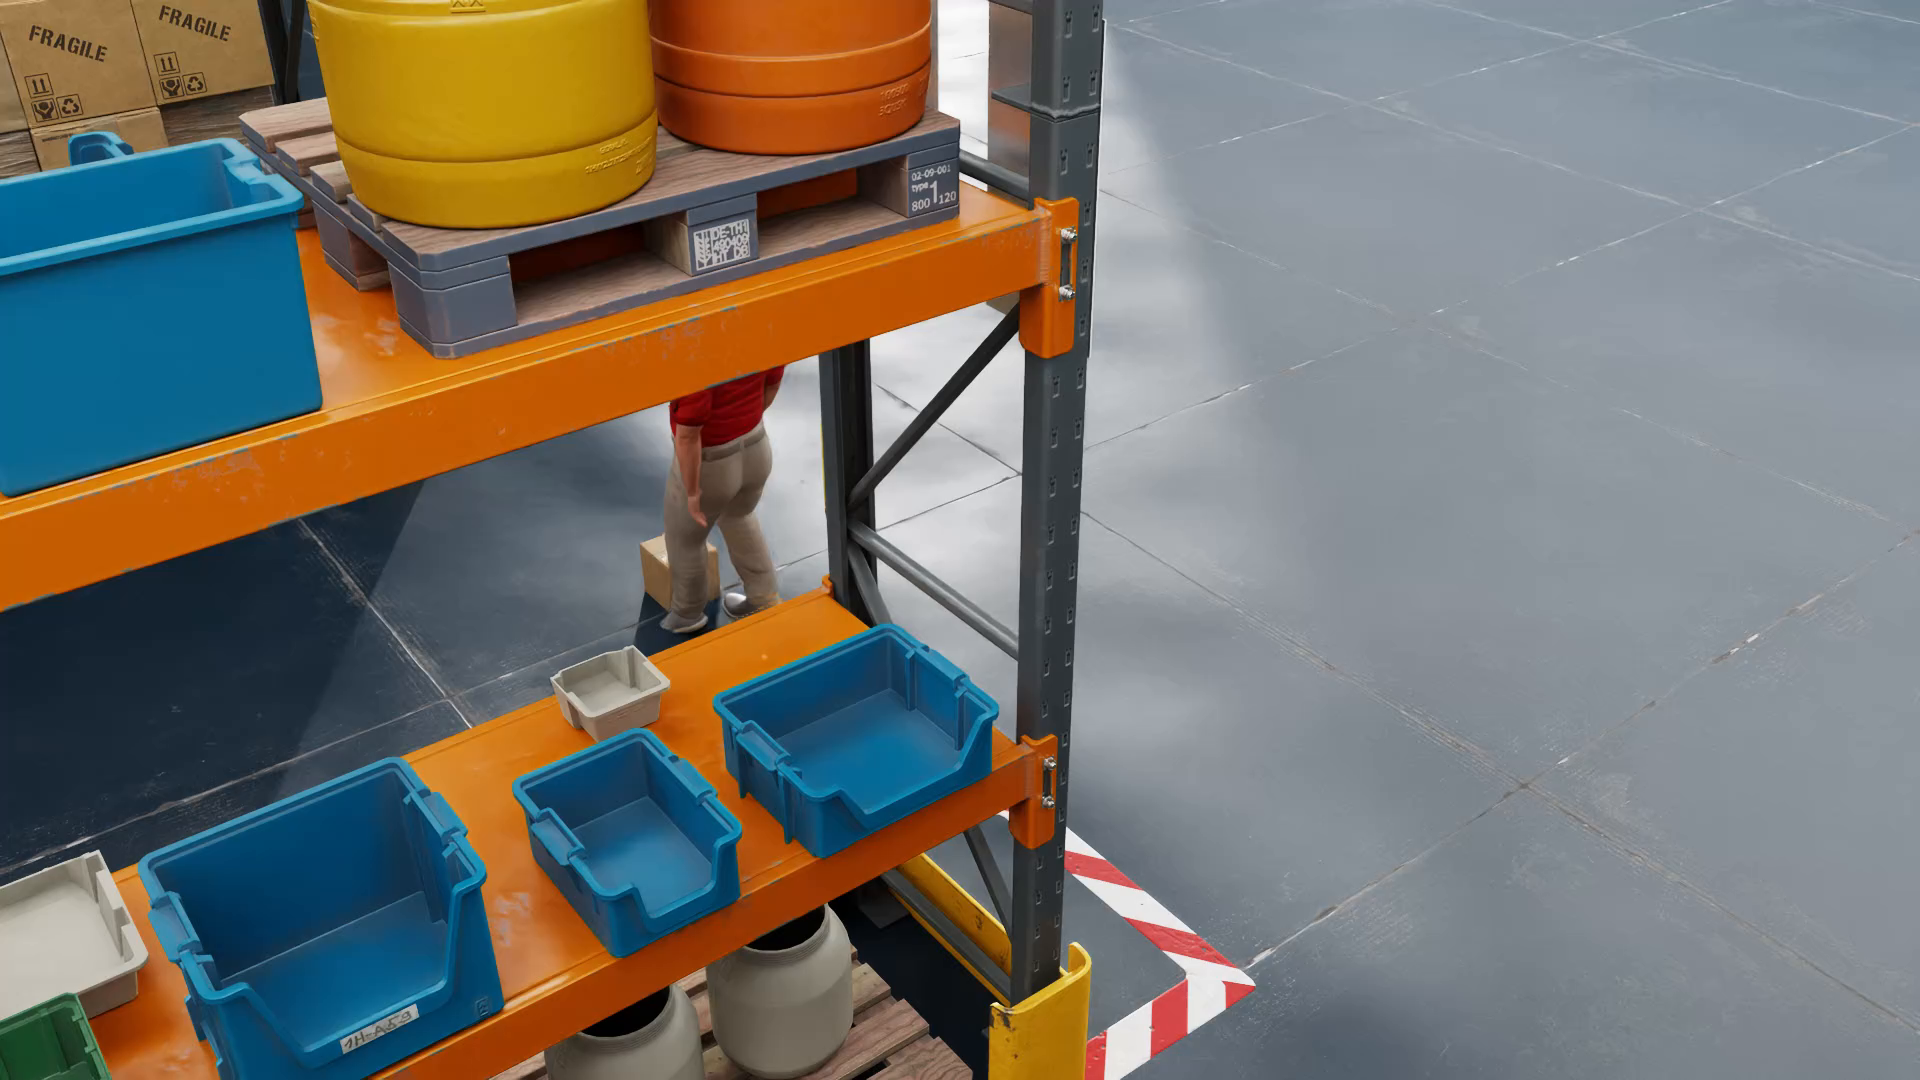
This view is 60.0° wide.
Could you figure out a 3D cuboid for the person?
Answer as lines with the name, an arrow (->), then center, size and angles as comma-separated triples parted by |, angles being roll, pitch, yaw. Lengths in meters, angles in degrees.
person -> -1.024, -0.316, 6.731 | 0.617, 1.799, 0.585 | 26, 40, 35
